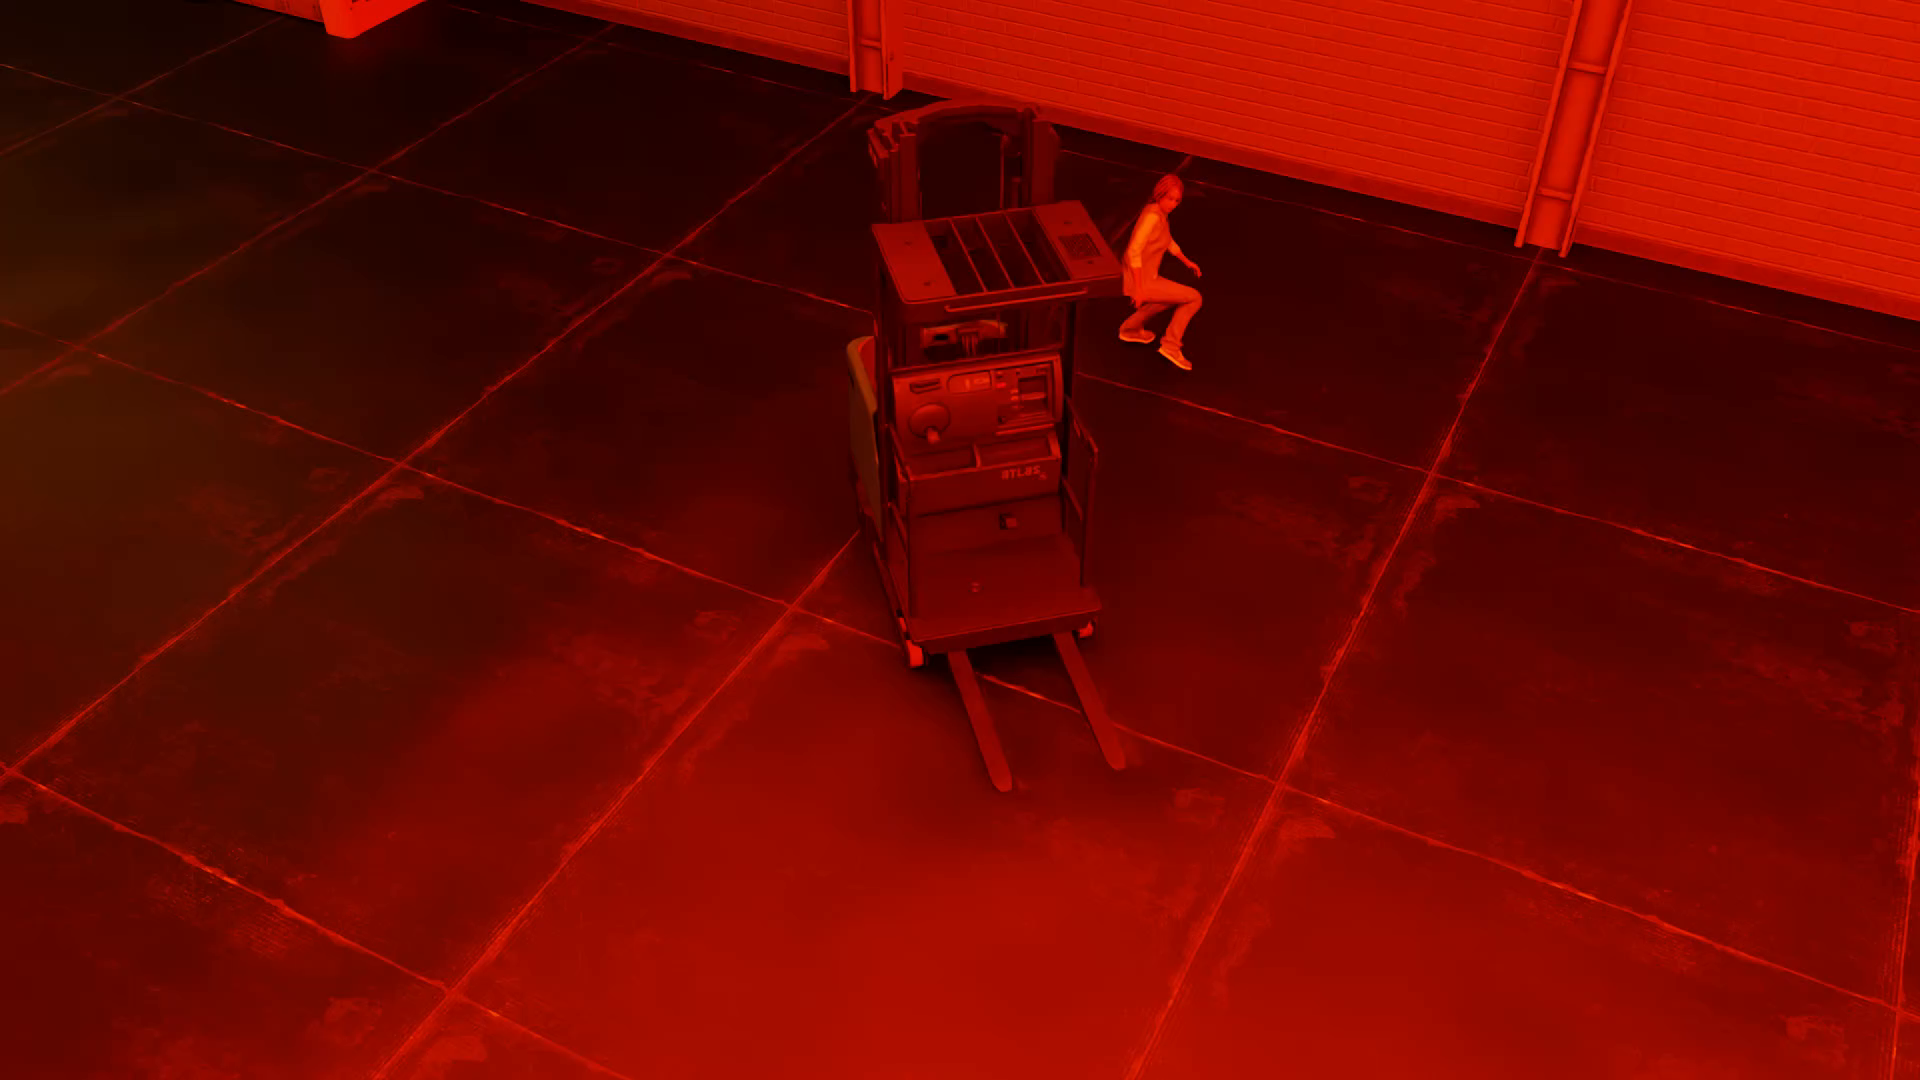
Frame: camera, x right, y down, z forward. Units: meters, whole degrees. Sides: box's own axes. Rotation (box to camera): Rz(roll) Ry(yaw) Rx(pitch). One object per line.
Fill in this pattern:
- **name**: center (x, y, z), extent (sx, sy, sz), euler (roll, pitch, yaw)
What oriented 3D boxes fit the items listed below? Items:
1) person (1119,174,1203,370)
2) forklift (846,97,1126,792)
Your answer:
- **person**: center (1.382, -1.803, 11.320), extent (0.623, 1.362, 0.661), euler (-2, 40, -2)
- **forklift**: center (0.155, -0.676, 8.789), extent (1.130, 2.935, 3.031), euler (-9, 41, -11)
